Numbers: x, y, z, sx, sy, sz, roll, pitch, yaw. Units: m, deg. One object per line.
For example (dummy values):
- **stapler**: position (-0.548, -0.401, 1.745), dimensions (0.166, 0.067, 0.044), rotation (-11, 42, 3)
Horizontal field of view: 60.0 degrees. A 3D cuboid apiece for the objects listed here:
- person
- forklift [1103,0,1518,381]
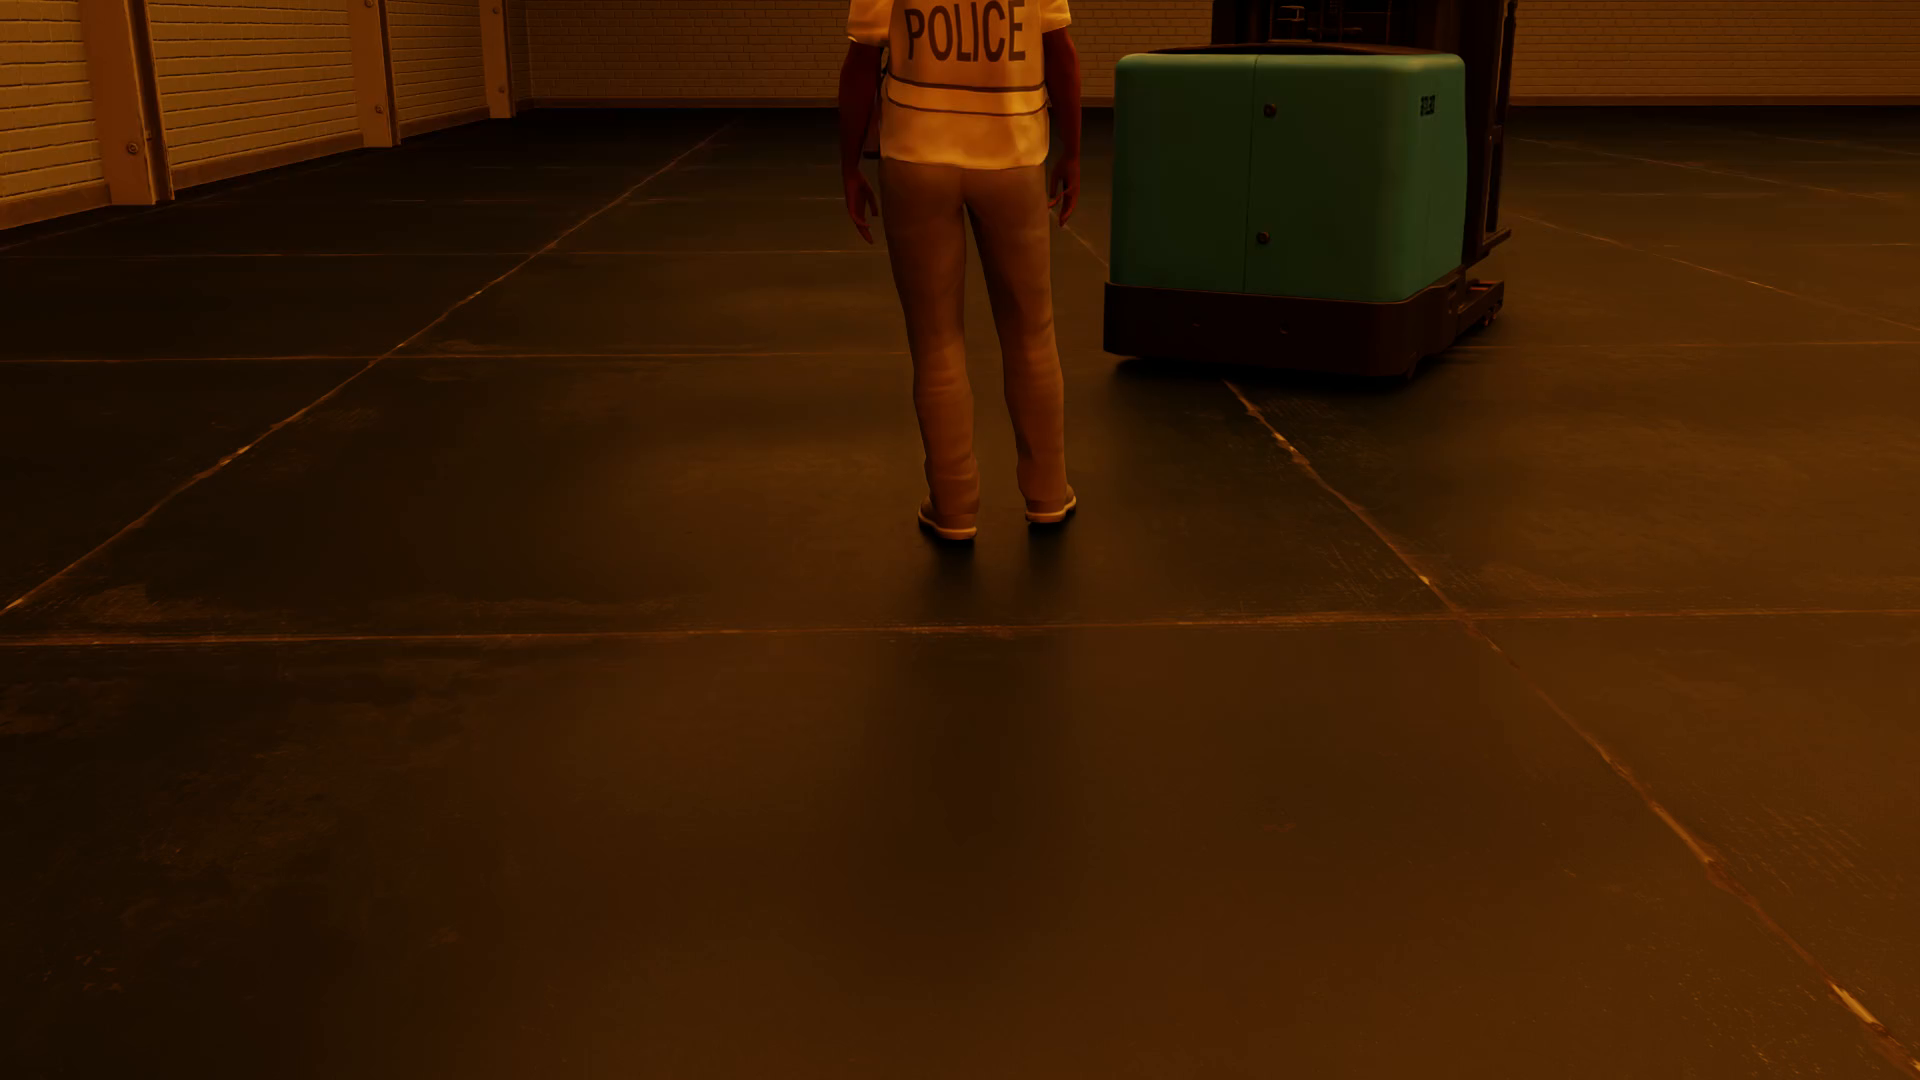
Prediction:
- **person**: position (0.016, -0.839, 3.741), dimensions (0.569, 1.695, 0.528), rotation (-1, 17, -3)
- **forklift**: position (1.617, -2.317, 6.480), dimensions (1.130, 2.935, 3.031), rotation (8, 19, 25)
